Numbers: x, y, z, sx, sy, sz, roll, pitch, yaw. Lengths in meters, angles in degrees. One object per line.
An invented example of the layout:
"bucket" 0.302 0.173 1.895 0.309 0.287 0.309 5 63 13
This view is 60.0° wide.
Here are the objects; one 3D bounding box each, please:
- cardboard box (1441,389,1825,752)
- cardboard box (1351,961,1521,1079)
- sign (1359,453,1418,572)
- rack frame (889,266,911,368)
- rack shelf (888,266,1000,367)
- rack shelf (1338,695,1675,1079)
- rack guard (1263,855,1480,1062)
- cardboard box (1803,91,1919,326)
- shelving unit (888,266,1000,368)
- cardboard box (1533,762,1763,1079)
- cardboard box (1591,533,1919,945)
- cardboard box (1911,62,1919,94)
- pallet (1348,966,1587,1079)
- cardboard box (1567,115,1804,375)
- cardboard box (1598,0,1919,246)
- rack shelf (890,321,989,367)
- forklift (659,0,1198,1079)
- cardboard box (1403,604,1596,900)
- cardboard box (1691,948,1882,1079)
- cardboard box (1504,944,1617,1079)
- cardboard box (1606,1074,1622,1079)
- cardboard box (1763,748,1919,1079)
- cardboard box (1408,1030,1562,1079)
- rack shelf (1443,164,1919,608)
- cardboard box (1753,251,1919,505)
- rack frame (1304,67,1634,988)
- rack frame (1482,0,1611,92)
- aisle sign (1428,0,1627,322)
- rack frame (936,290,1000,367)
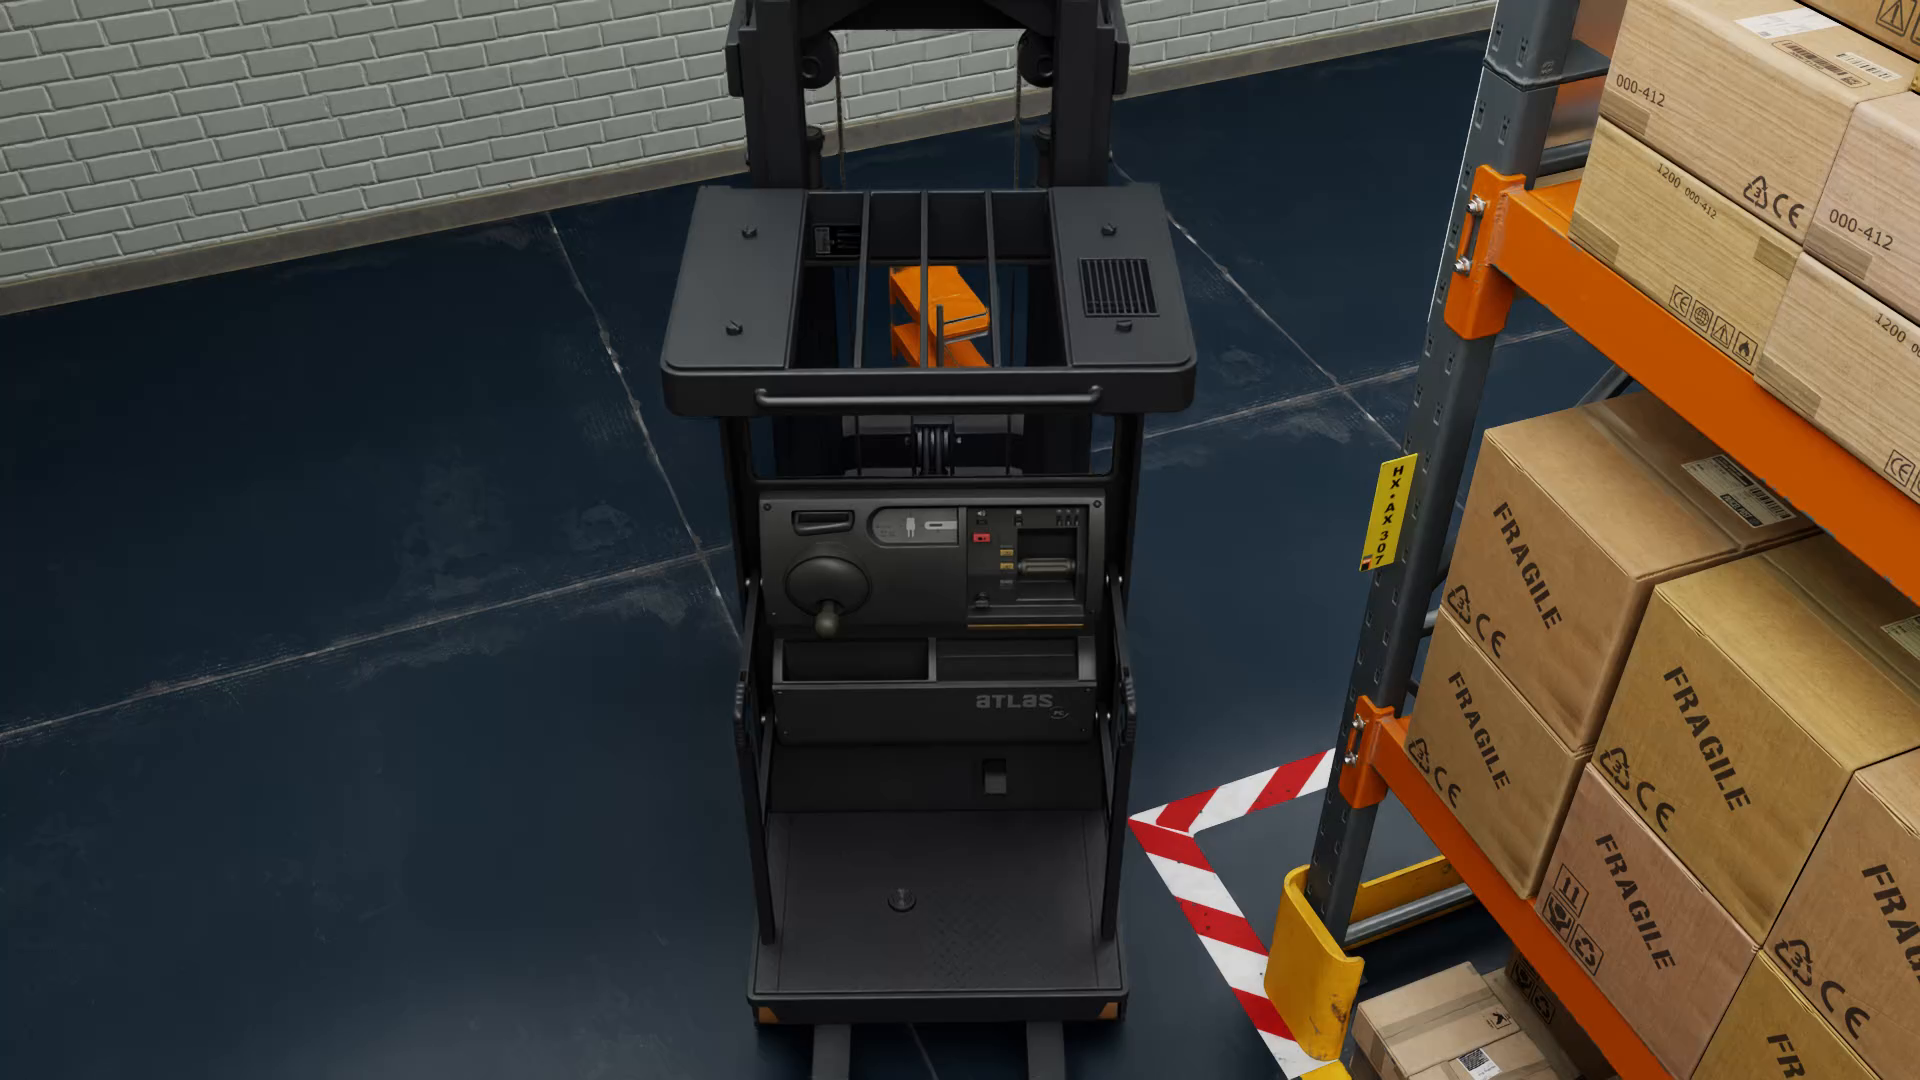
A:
"cardboard box" 1.422 0.048 3.550 0.500 0.500 0.500 -14 43 -16
"cardboard box" 1.339 1.384 4.689 0.380 0.149 0.250 -15 43 -17
"sign" 0.995 -0.061 3.856 0.100 0.325 0.005 -15 43 -17
"rack frame" -0.157 -0.702 6.646 0.240 1.200 0.015 -15 43 -17
"rack shelf" -0.063 -0.853 6.219 0.258 0.148 0.480 -15 43 -17
"rack shelf" 2.261 1.610 3.129 1.077 0.370 4.000 -15 43 -17
"rack guard" 1.525 1.126 5.057 1.175 0.500 0.348 -15 43 -17
"cardboard box" 1.637 -0.460 2.416 0.500 0.250 0.500 -15 43 -17
"shelving unit" -0.063 -0.555 6.475 0.258 1.200 0.503 -15 43 -17
"cardboard box" 1.625 0.737 3.516 0.500 0.500 0.500 -16 43 -17
"cardboard box" 1.629 0.361 3.186 0.500 0.500 0.500 -15 43 -16
"cardboard box" 1.821 -0.794 2.229 0.700 0.500 0.500 -15 43 -17
"pallet" 1.831 1.715 4.594 1.003 0.211 1.213 -15 43 -17
"cardboard box" 1.458 -0.575 2.933 0.500 0.250 0.500 -15 43 -17
"cardboard box" 1.452 -0.763 2.768 0.500 0.250 0.500 -15 43 -17
"rack shelf" -0.063 -0.673 6.373 0.258 0.148 0.480 -15 43 -17
"forklift" -0.068 0.142 4.337 1.130 2.935 3.031 -1 41 -1
"cardboard box" 1.422 0.427 3.876 0.500 0.500 0.500 -14 43 -16
"cardboard box" 1.814 1.040 3.163 0.500 0.500 0.500 -15 43 -17
"cardboard box" 1.932 1.179 4.658 0.500 0.500 0.500 -15 43 -17
"cardboard box" 1.633 1.707 4.235 0.500 0.250 0.500 -15 43 -17
"cardboard box" 1.816 0.664 2.834 0.500 0.500 0.500 -15 43 -16
"cardboard box" 1.434 1.528 4.508 0.380 0.166 0.250 -15 43 -17
"rack shelf" 2.261 0.472 2.151 1.077 0.370 4.000 -15 43 -17
"cardboard box" 1.637 -0.271 2.579 0.500 0.250 0.500 -15 43 -17
"rack frame" 1.496 0.132 4.296 1.000 3.000 0.127 -15 43 -17
"rack frame" 1.496 -2.142 2.340 1.000 3.000 0.127 -15 43 -17
"aisle sign" 1.199 -0.821 3.411 0.394 0.787 0.004 -15 43 -17
"rack frame" 0.030 -0.408 6.304 0.240 1.200 0.015 -15 43 -17
